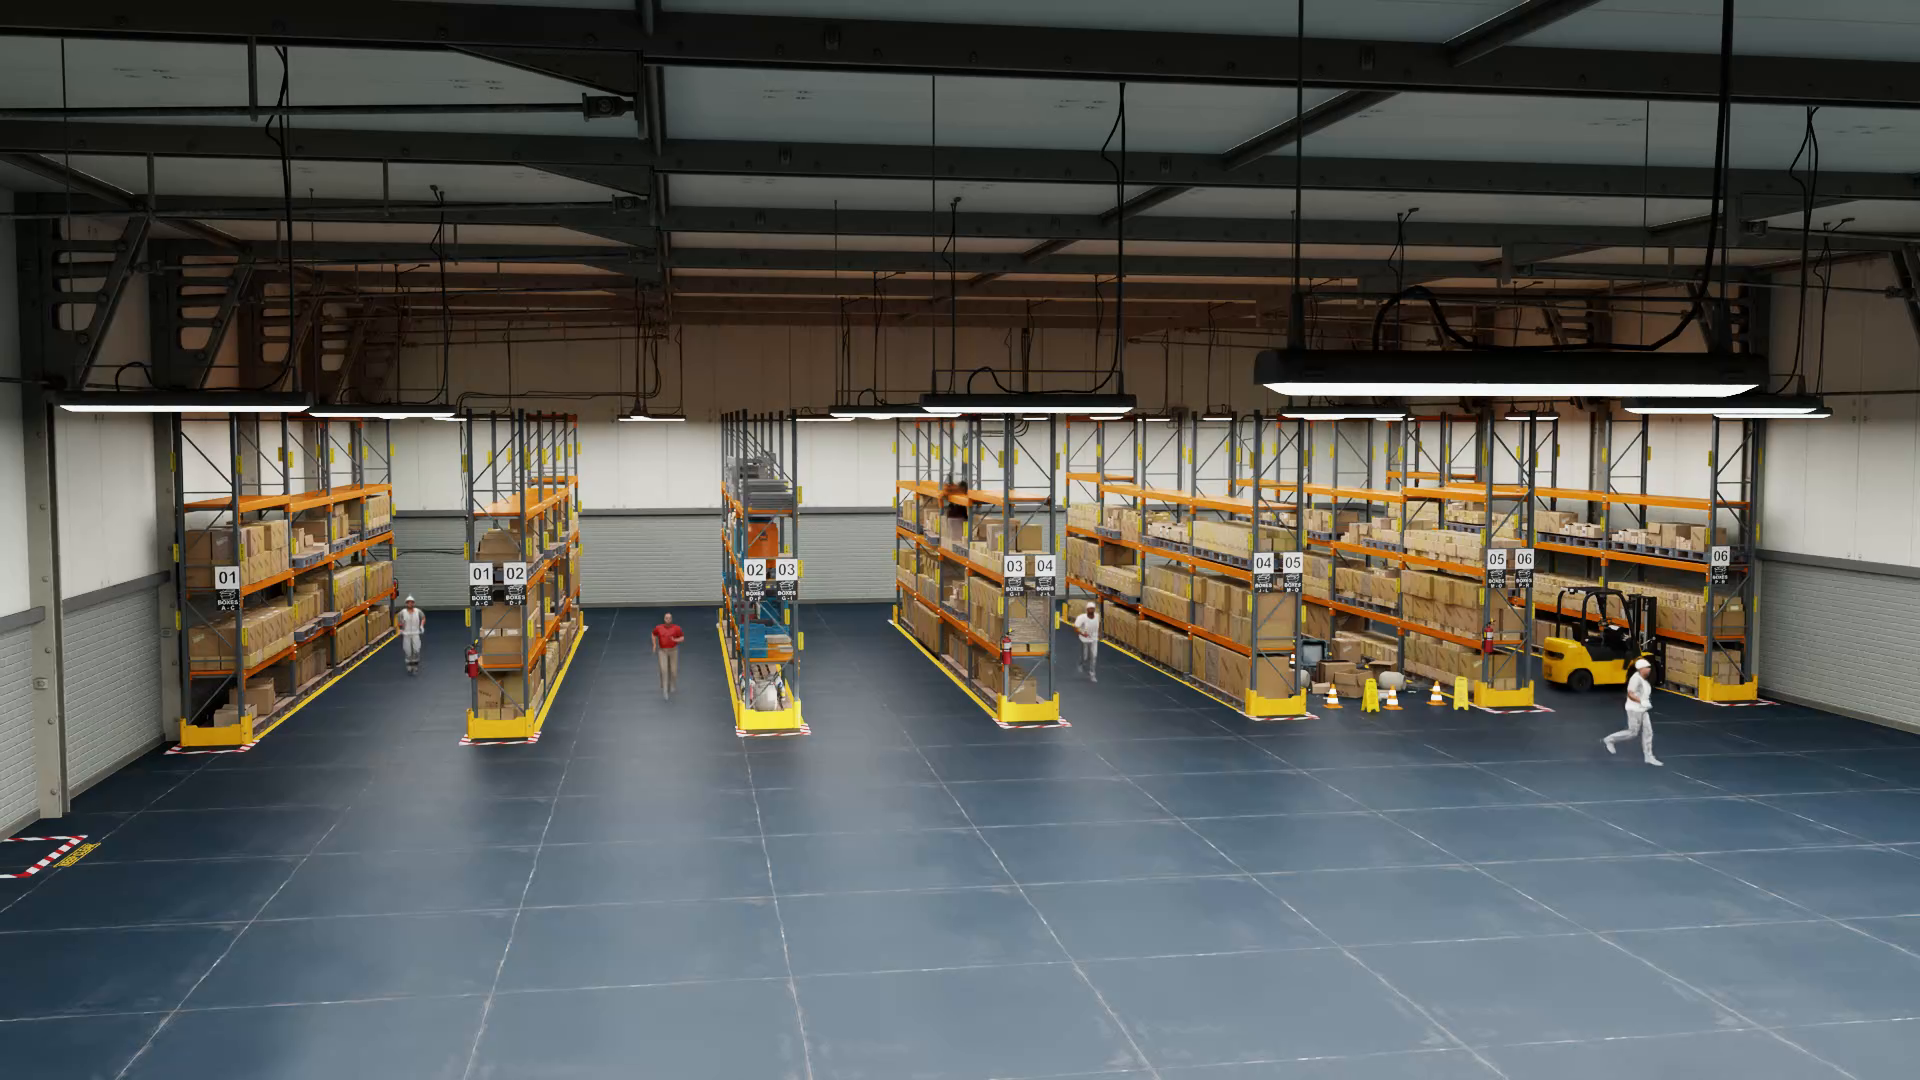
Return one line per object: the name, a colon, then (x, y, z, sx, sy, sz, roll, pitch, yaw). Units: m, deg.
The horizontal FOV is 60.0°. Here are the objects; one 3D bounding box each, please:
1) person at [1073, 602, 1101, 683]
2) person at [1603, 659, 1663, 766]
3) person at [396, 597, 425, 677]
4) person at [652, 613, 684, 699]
person: (2.866, 2.255, 37.167, 0.725, 1.753, 1.014, -1, 4, -20)
person: (11.402, 2.884, 28.092, 0.981, 1.770, 0.707, 3, 5, 36)
person: (-12.454, 2.197, 37.751, 0.632, 1.824, 0.705, -1, 4, -19)
person: (-6.132, 2.405, 34.957, 0.656, 1.744, 0.954, -1, 4, -13)
